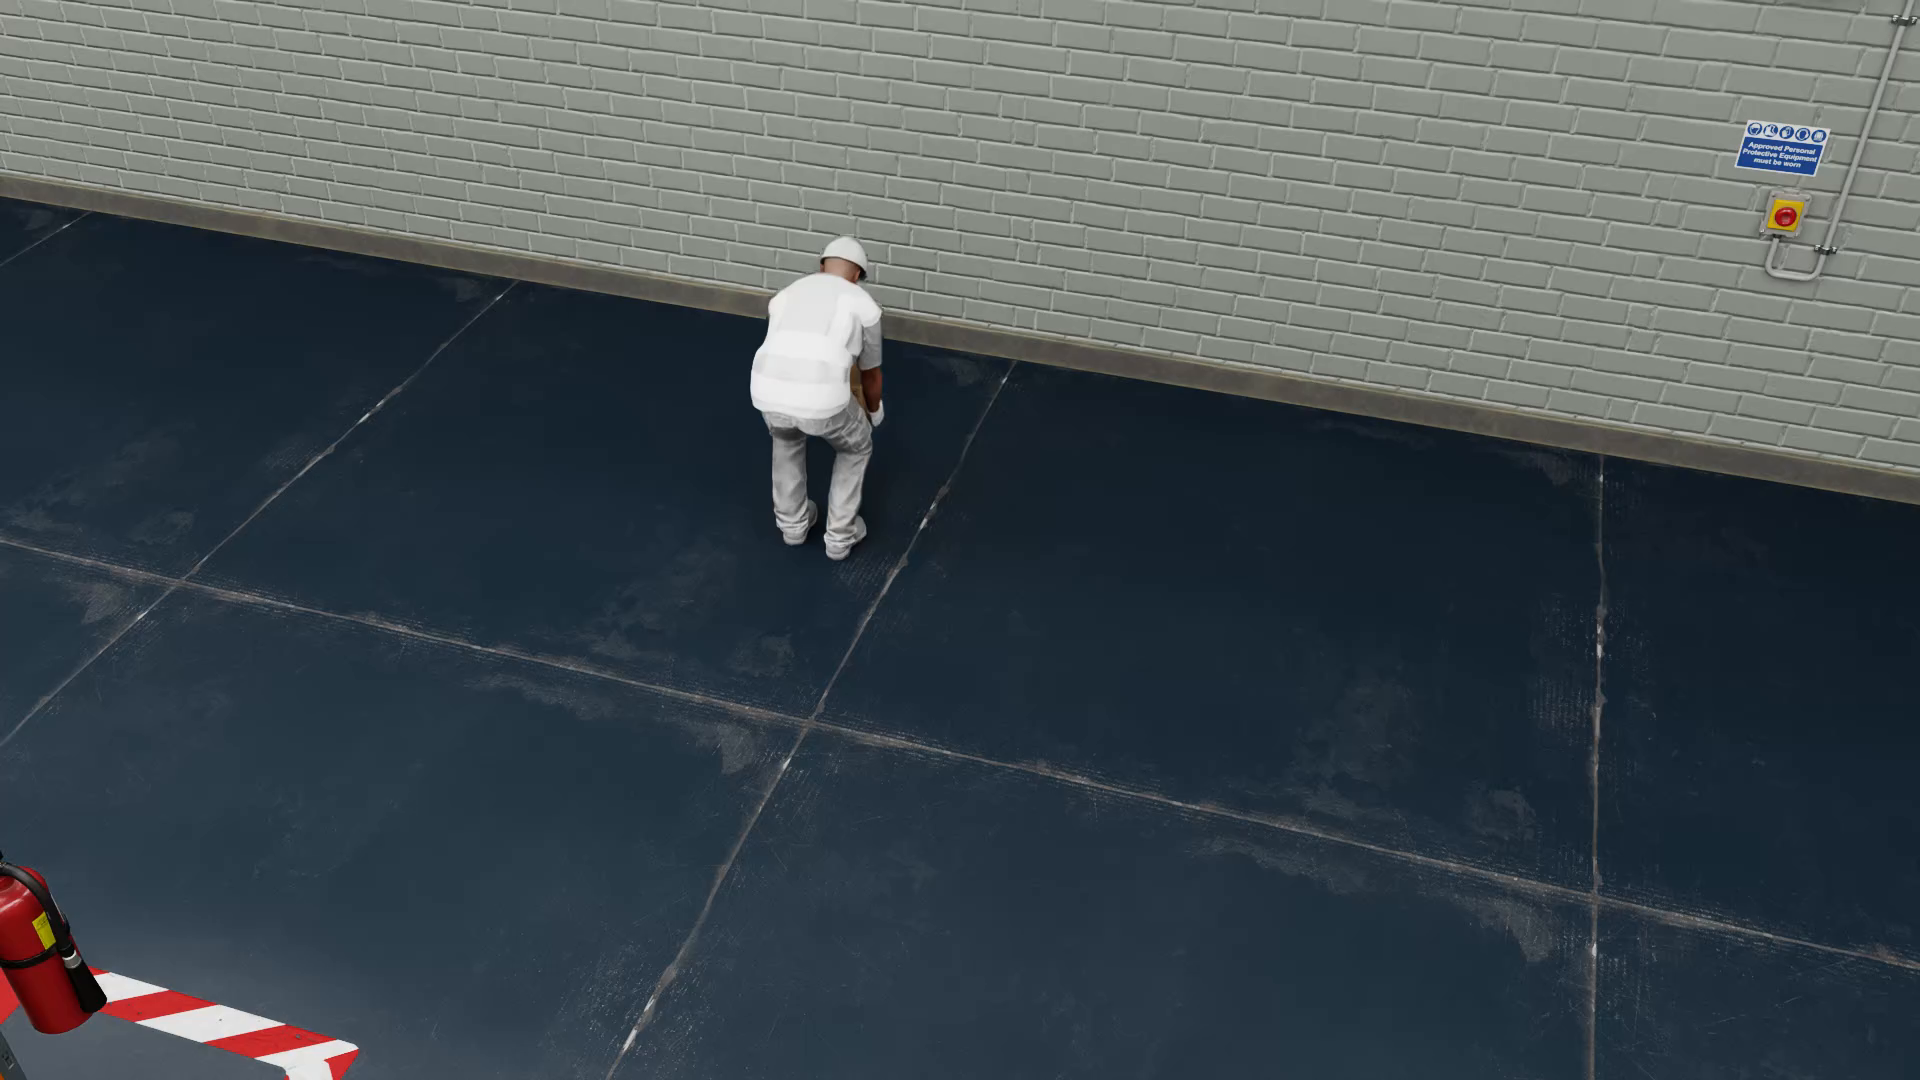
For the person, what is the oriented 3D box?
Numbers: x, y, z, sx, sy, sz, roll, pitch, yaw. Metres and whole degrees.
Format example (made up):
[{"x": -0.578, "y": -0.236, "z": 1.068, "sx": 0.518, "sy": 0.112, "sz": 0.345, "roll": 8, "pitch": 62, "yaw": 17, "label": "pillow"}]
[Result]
[{"x": -0.605, "y": -0.618, "z": 7.414, "sx": 0.516, "sy": 1.238, "sz": 0.953, "roll": 9, "pitch": 38, "yaw": 12, "label": "person"}]
